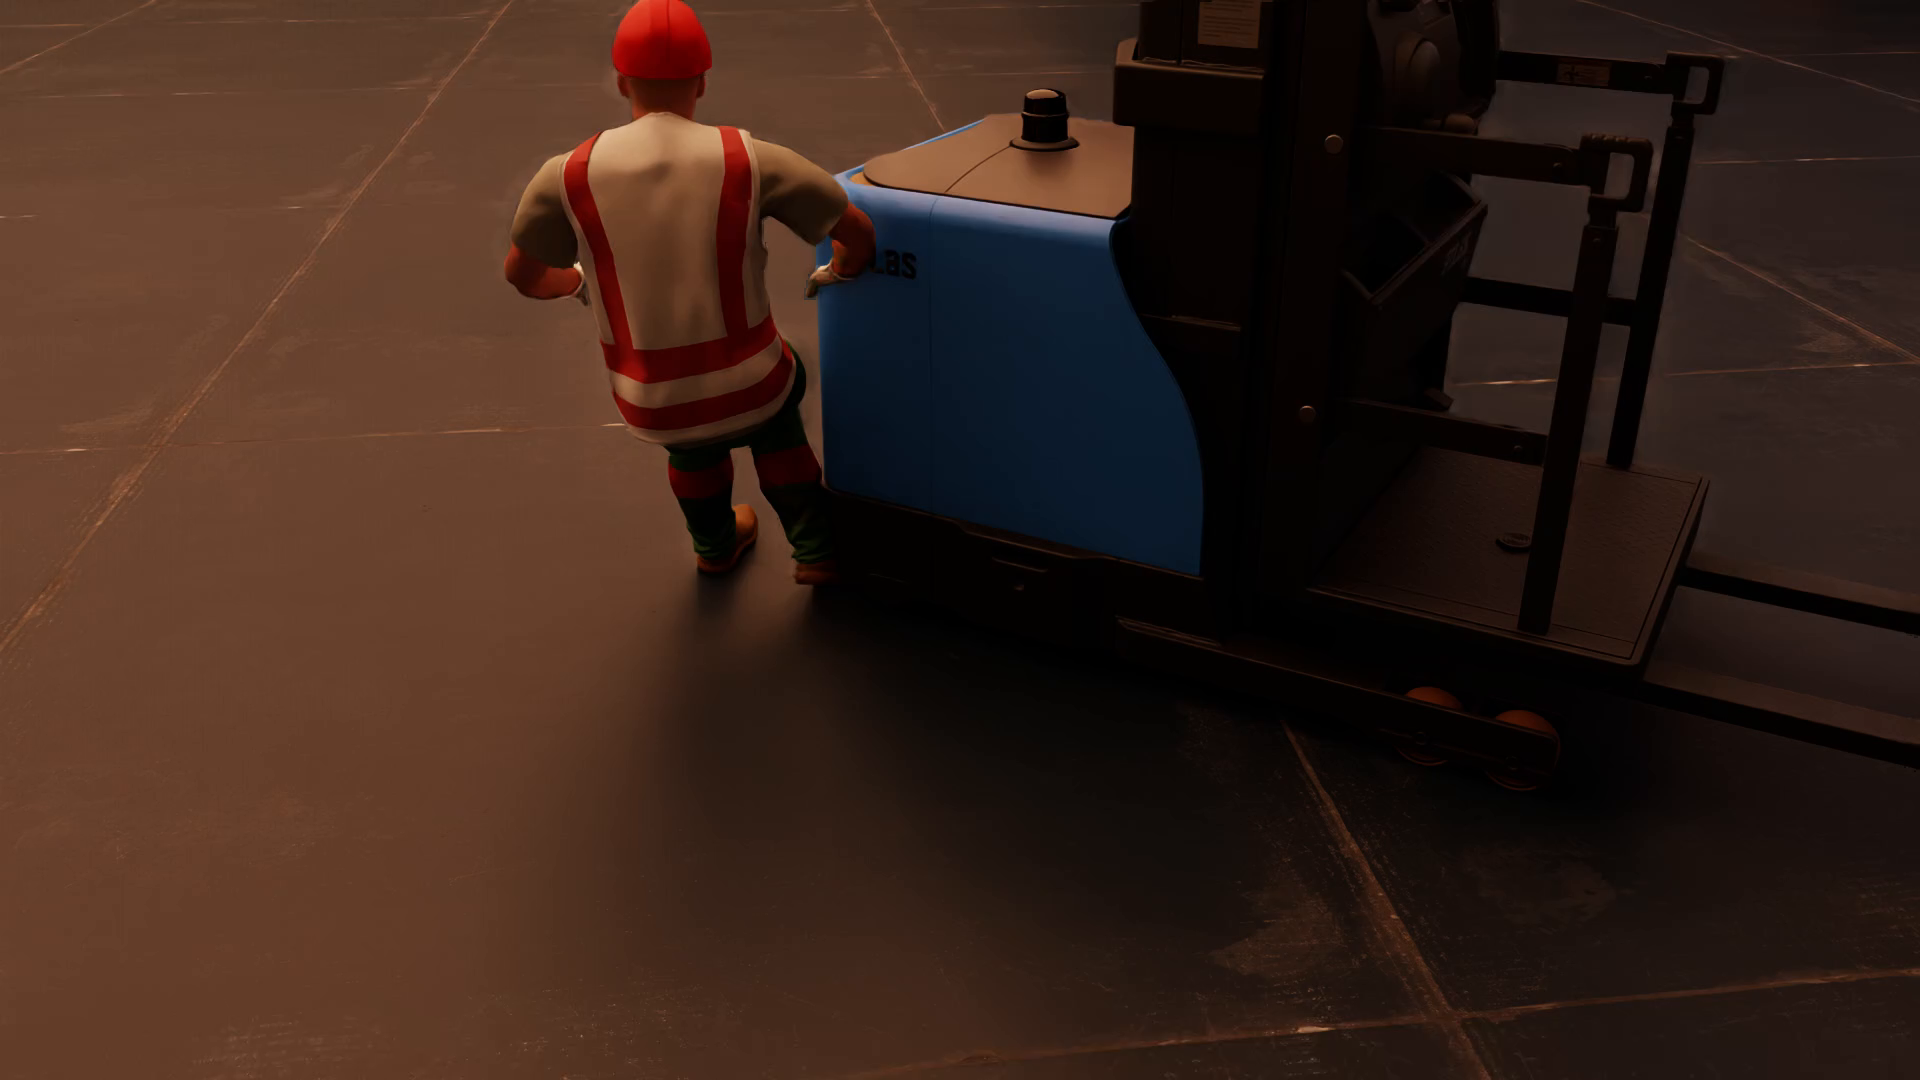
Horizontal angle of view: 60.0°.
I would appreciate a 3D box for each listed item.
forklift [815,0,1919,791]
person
[{"bbox_3d":[1.180,-1.055,3.420,3.031,2.935,1.130,14,29,26],"label":"forklift"},{"bbox_3d":[-0.624,-0.517,3.945,0.817,1.547,0.882,-4,26,-8],"label":"person"}]
